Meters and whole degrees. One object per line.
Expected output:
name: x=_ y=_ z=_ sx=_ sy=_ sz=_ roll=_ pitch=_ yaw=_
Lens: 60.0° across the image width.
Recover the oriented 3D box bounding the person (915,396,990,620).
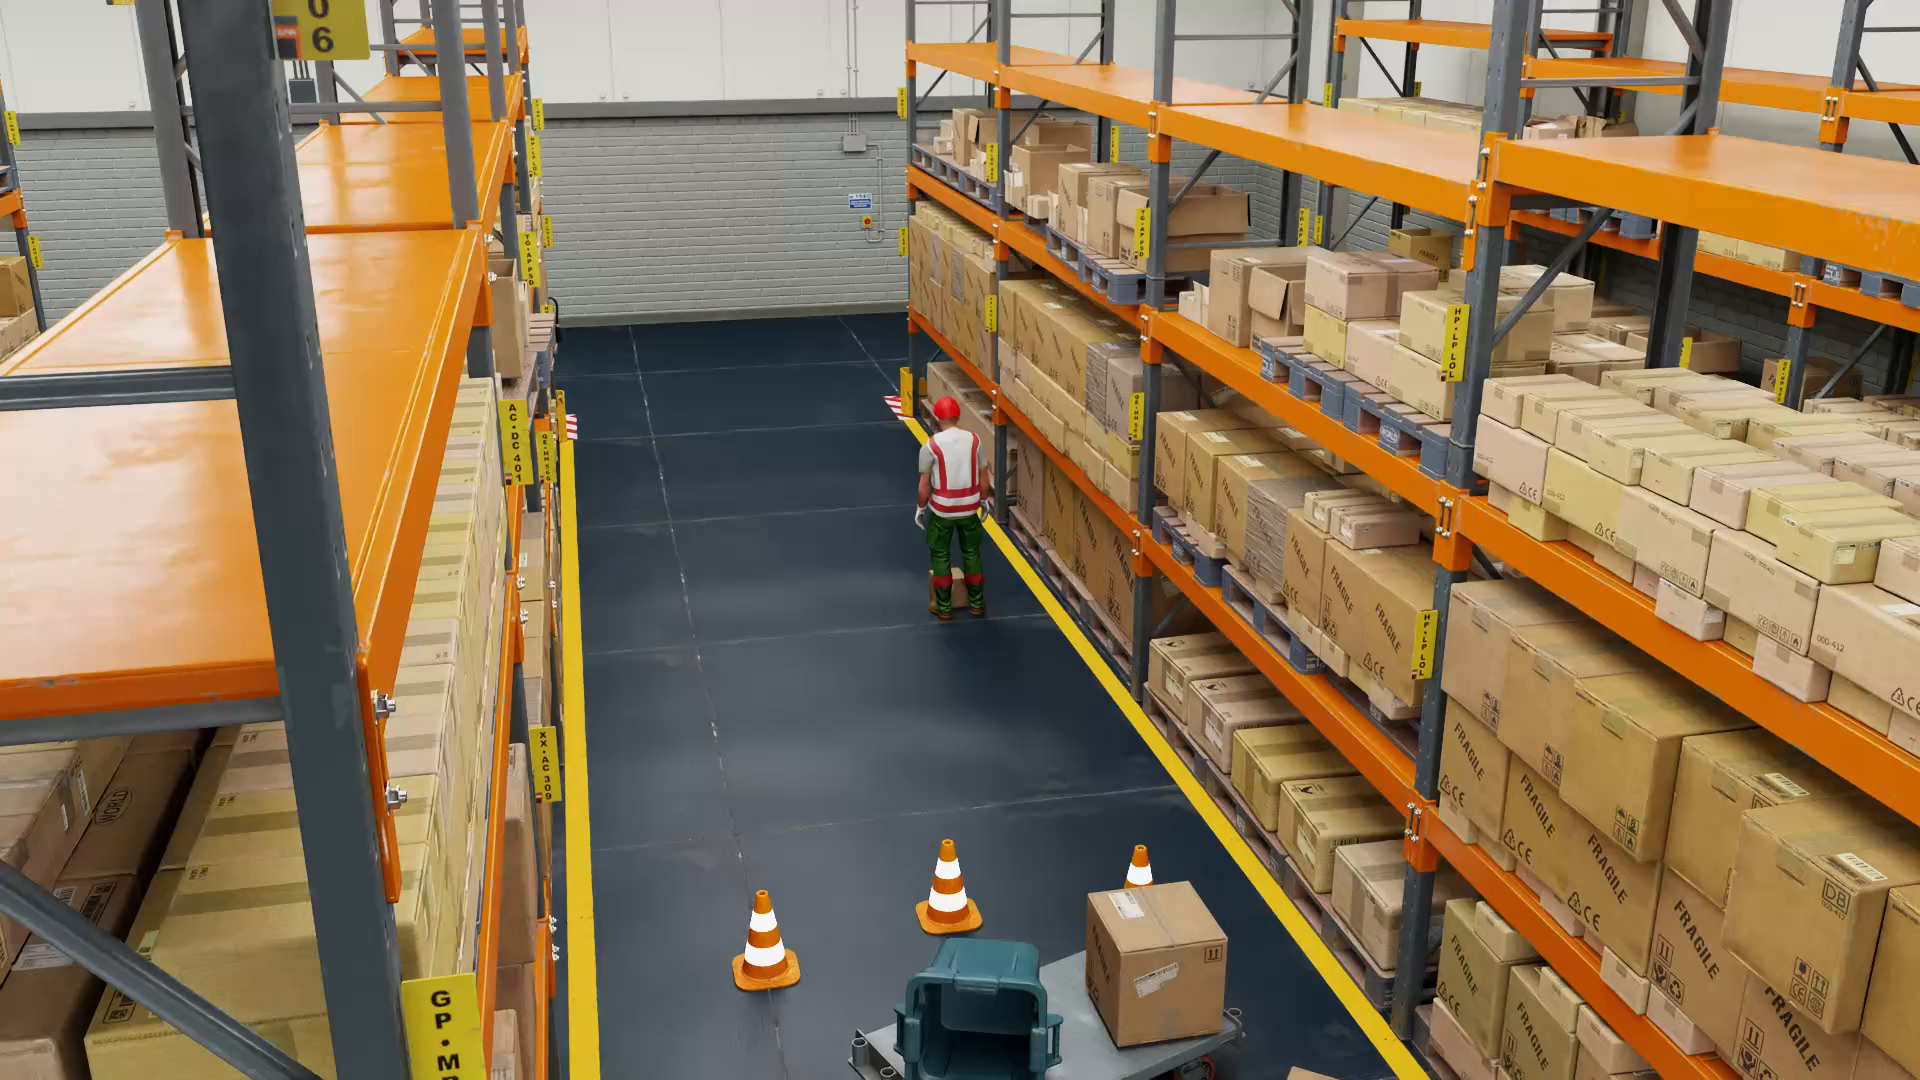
person: x=-0.058 y=-0.251 z=13.081 sx=0.617 sy=1.778 sz=0.453 roll=-6 pitch=20 yaw=-16
